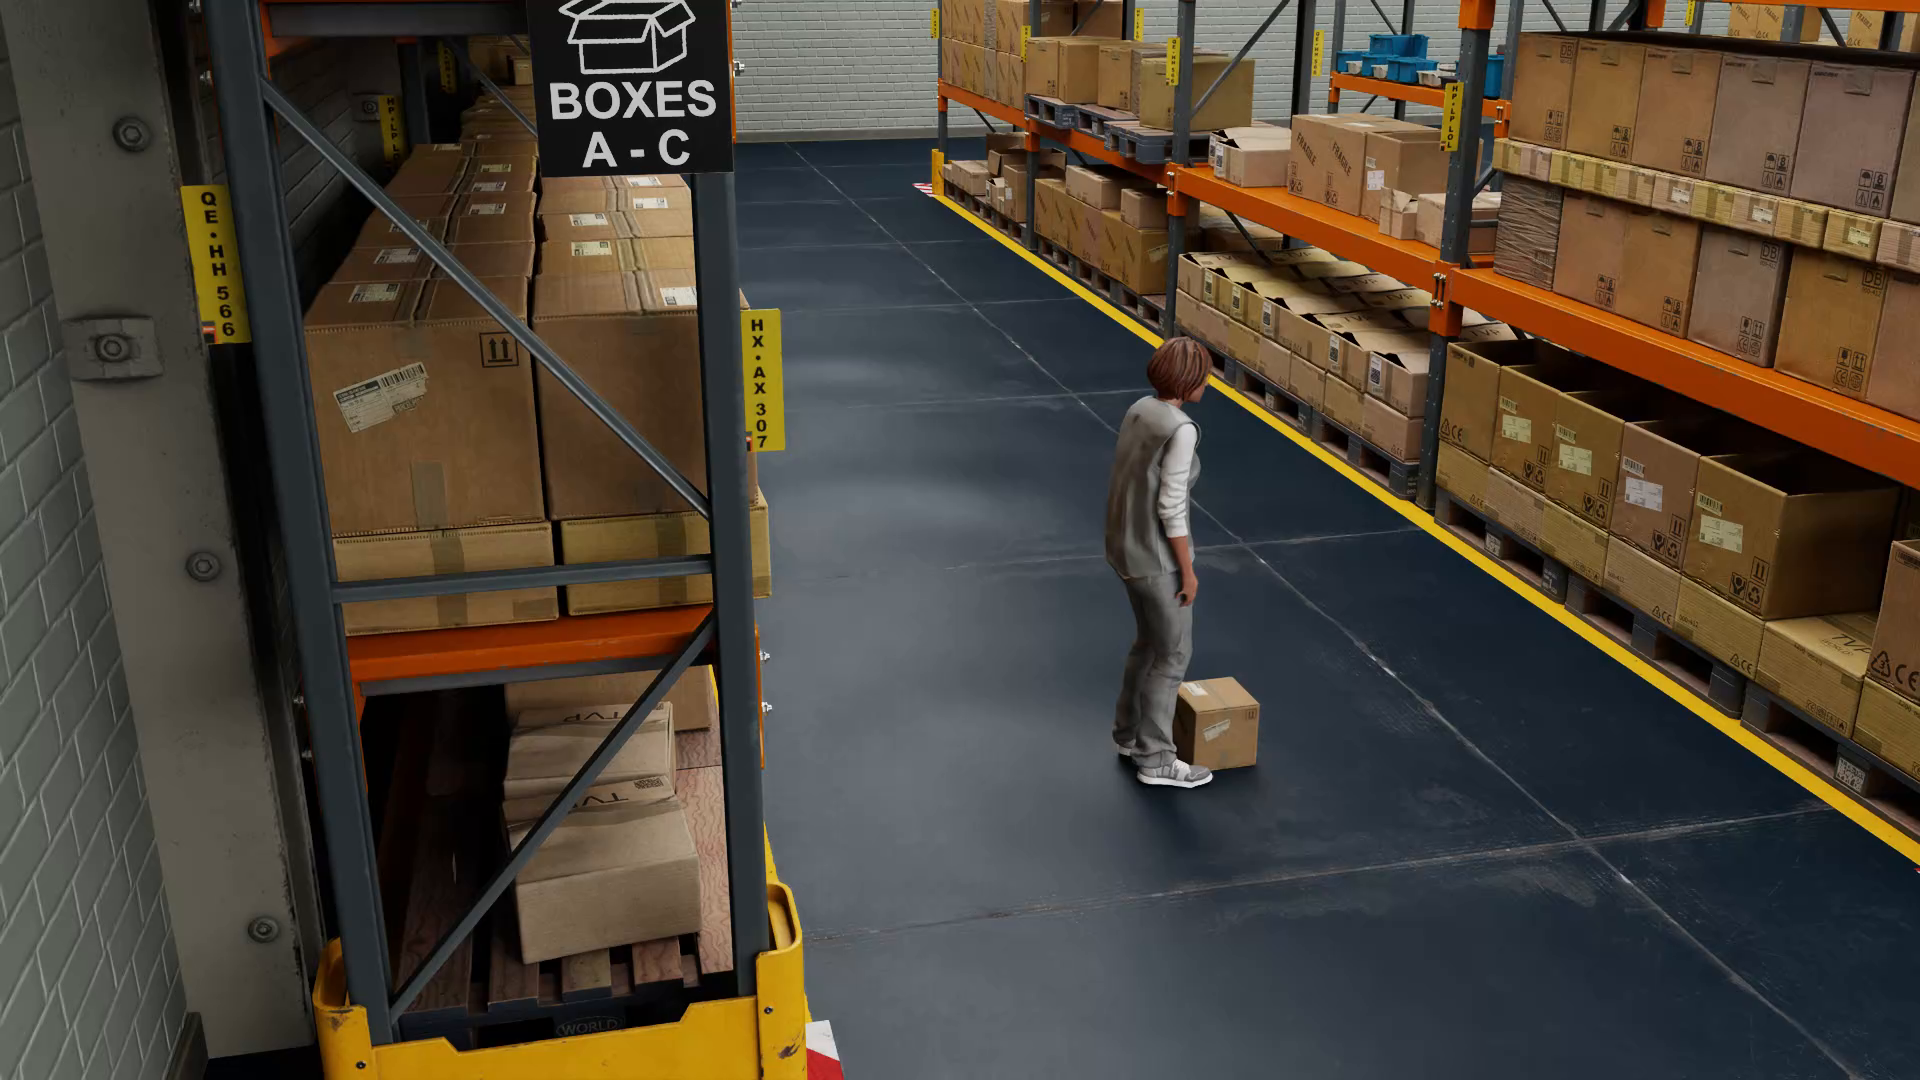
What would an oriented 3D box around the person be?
[{"bbox_3d":[0.701,0.075,5.883,0.348,1.591,0.478,-6,21,-16],"label":"person"}]
